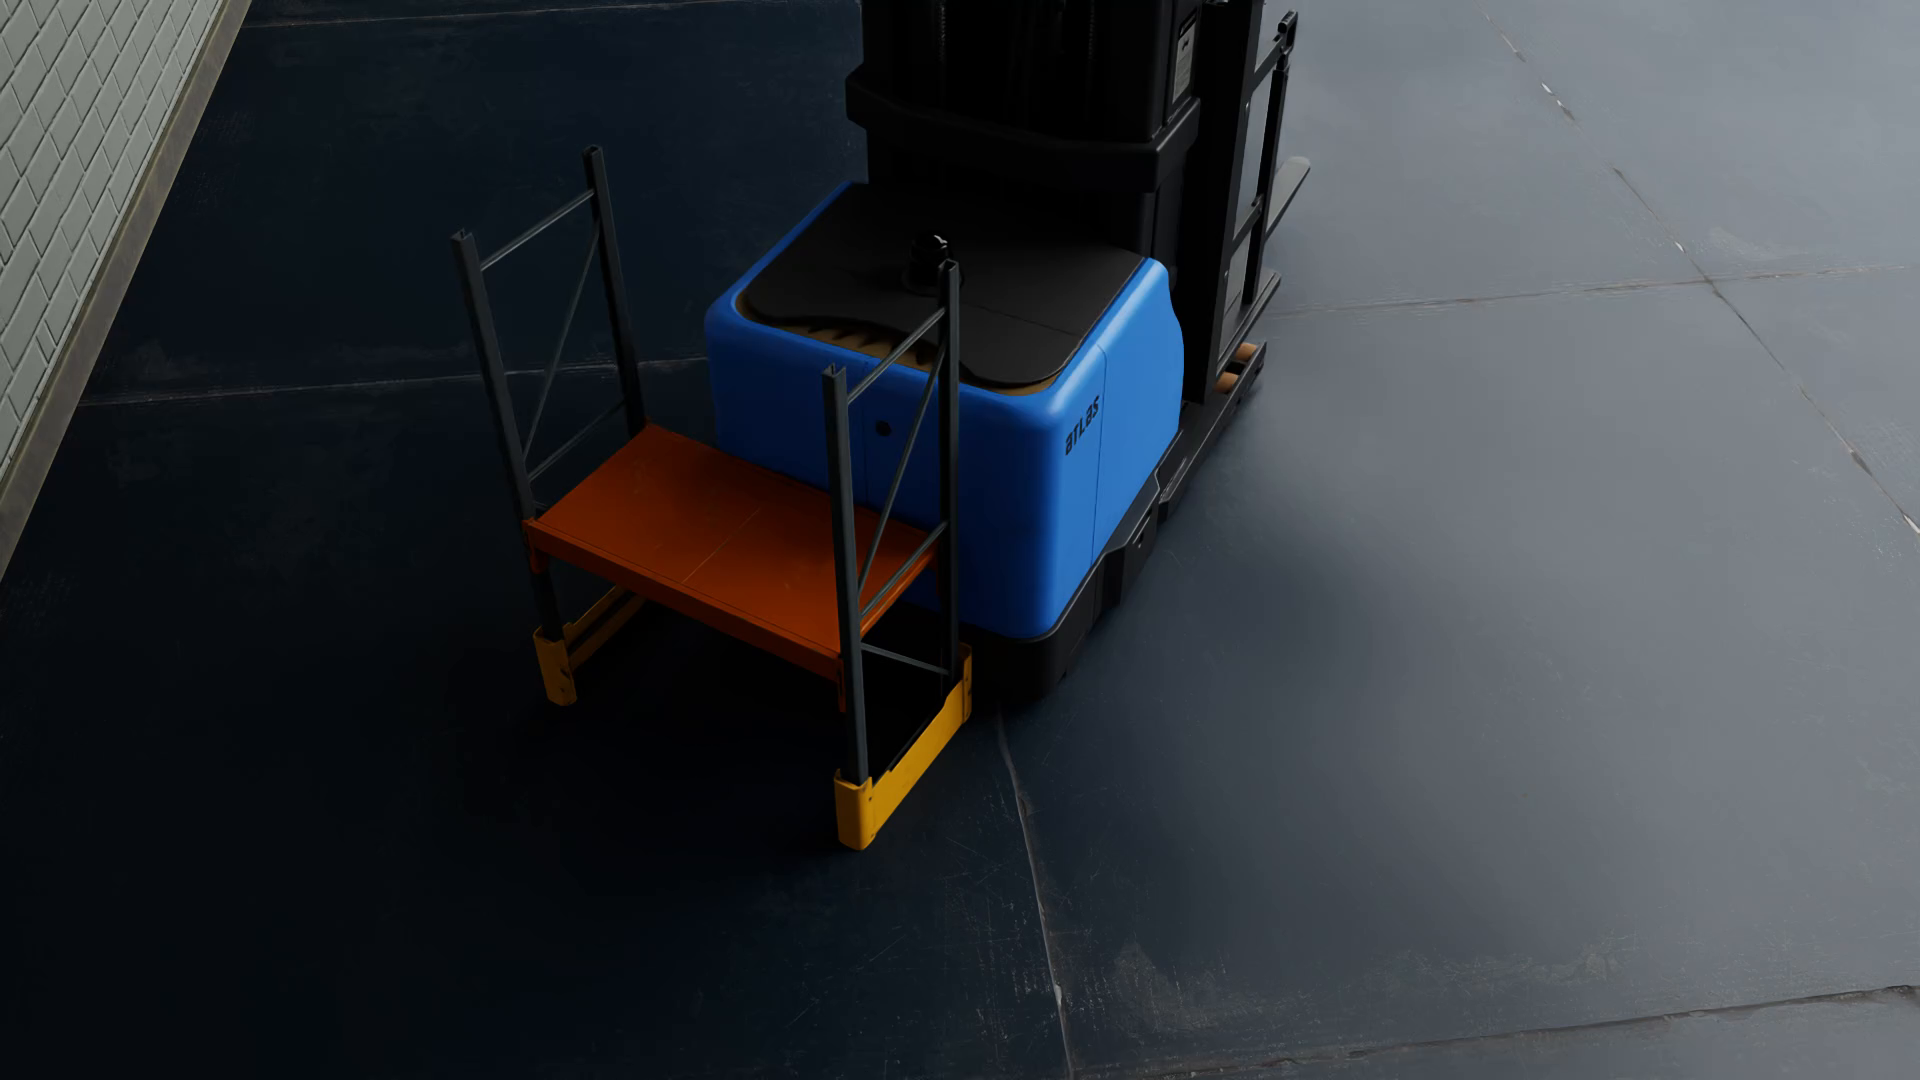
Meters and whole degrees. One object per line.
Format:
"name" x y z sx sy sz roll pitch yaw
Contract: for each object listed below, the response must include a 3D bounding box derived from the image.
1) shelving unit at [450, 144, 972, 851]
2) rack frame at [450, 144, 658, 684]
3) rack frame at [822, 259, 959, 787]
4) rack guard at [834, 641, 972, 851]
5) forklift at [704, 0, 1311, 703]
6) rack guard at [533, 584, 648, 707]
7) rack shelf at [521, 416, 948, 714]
"shelving unit" -0.572 -0.092 4.232 1.083 1.500 0.587 22 46 22
"rack frame" -1.018 -0.268 4.427 0.032 1.500 0.500 22 46 22
"rack frame" -0.142 0.079 4.043 0.032 1.500 0.500 22 46 22
"rack guard" -0.143 0.542 4.462 0.087 0.250 0.587 22 46 22
"forklift" 0.418 -1.620 4.858 1.130 2.935 3.031 18 45 19
"rack guard" -1.001 0.203 4.838 0.087 0.250 0.587 22 46 22
"rack shelf" -0.580 0.039 4.356 1.000 0.185 0.538 22 46 22
